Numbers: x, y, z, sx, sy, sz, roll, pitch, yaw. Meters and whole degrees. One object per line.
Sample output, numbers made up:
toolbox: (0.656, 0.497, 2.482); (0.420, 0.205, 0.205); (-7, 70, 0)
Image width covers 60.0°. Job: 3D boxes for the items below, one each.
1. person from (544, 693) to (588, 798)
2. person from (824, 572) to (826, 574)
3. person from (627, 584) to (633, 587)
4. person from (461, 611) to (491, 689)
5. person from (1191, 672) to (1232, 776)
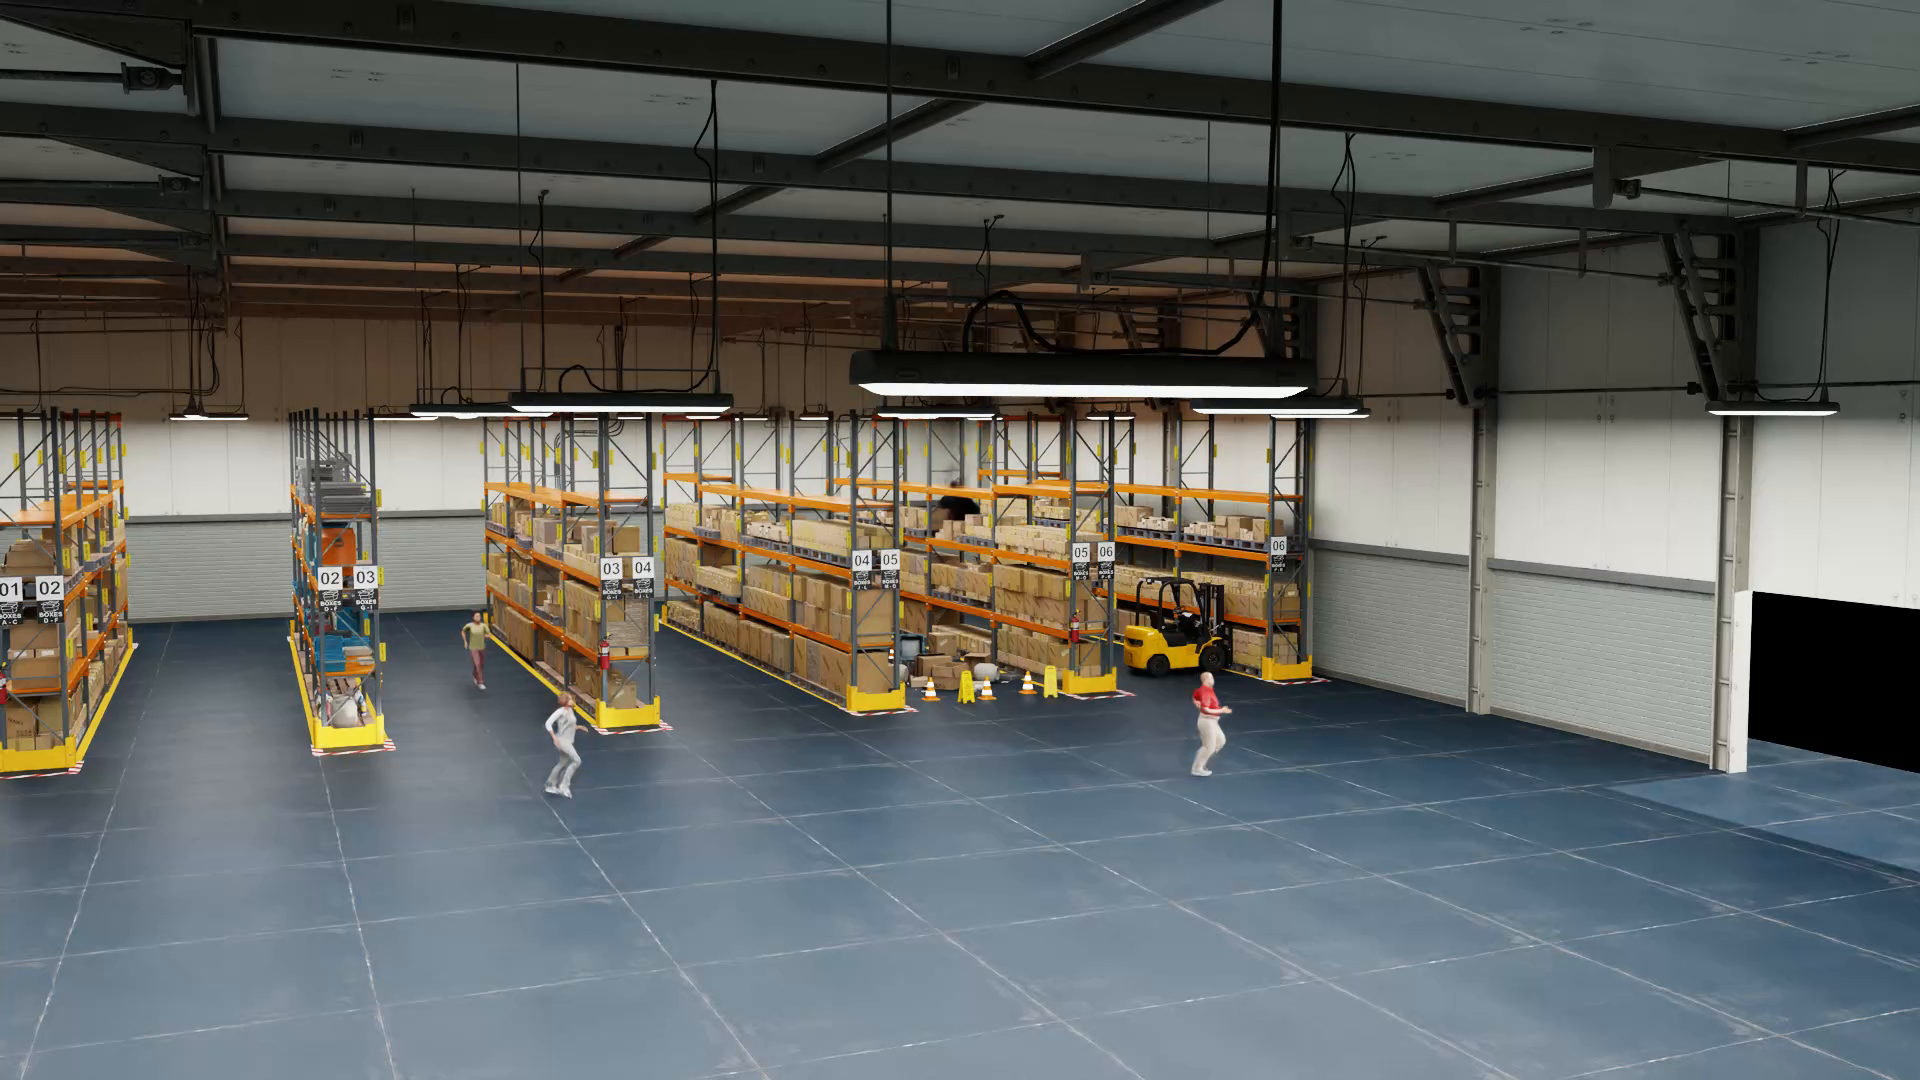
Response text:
person: (-6.056, 3.144, 25.542); (0.676, 1.608, 0.529); (0, 4, 0)
person: (-4.169, 1.333, 51.317); (0.558, 1.620, 0.629); (1, 4, 13)
person: (-9.484, 1.597, 46.856); (0.704, 1.695, 0.516); (0, 4, -1)
person: (-10.420, 2.350, 35.894); (0.575, 1.653, 0.951); (-2, 5, -32)
person: (4.085, 2.985, 26.983); (0.645, 1.705, 0.640); (1, 4, 8)
